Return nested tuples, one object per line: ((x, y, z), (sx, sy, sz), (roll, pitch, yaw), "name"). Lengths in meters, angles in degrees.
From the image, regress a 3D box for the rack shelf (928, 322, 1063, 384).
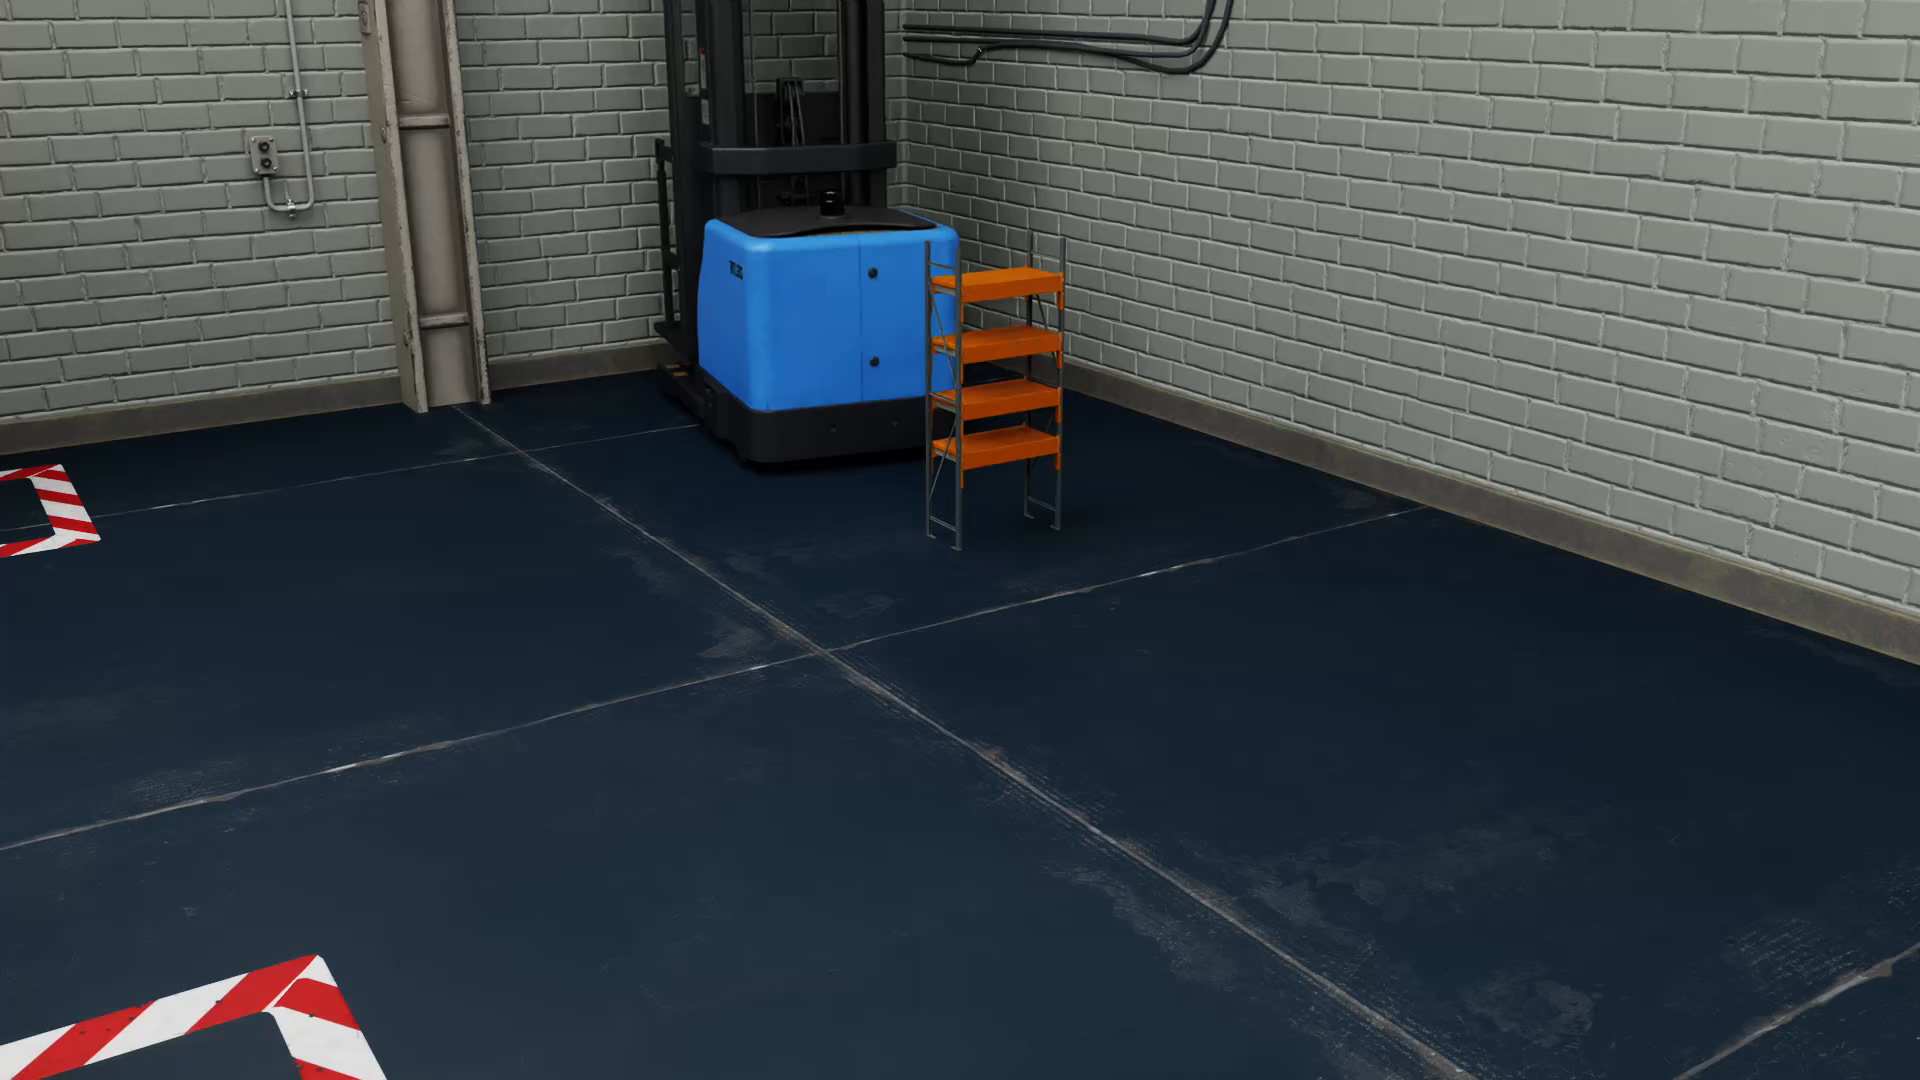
((0.138, -0.746, 6.589), (0.480, 0.148, 0.258), (-12, 22, -31), "rack shelf")

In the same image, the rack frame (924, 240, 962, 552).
((-0.066, -0.555, 6.512), (0.015, 1.200, 0.240), (-12, 22, -31), "rack frame")

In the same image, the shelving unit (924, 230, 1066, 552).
((0.138, -0.598, 6.639), (0.503, 1.200, 0.258), (-12, 22, -31), "shelving unit")

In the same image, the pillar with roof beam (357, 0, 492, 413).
((-0.392, -3.853, 4.092), (0.400, 9.000, 9.100), (-12, 22, -31), "pillar with roof beam")

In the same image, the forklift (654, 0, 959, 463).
((-1.010, -2.172, 8.593), (1.130, 2.935, 3.031), (-7, 20, -21), "forklift")

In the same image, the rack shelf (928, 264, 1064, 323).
((0.138, -0.970, 6.513), (0.480, 0.148, 0.258), (-12, 22, -31), "rack shelf")

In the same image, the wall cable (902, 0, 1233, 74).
((0.381, -3.728, 8.568), (0.112, 2.526, 3.097), (-12, 22, -31), "wall cable")

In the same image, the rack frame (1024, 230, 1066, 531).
((0.342, -0.641, 6.766), (0.015, 1.200, 0.240), (-12, 22, -31), "rack frame")

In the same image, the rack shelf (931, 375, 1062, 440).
((0.138, -0.534, 6.660), (0.480, 0.148, 0.258), (-12, 22, -31), "rack shelf")

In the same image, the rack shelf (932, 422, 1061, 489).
((0.138, -0.346, 6.724), (0.480, 0.148, 0.258), (-12, 22, -31), "rack shelf")

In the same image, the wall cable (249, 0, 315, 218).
((-3.990, -2.416, 7.621), (1.851, 1.984, 0.084), (-12, 22, -31), "wall cable")
